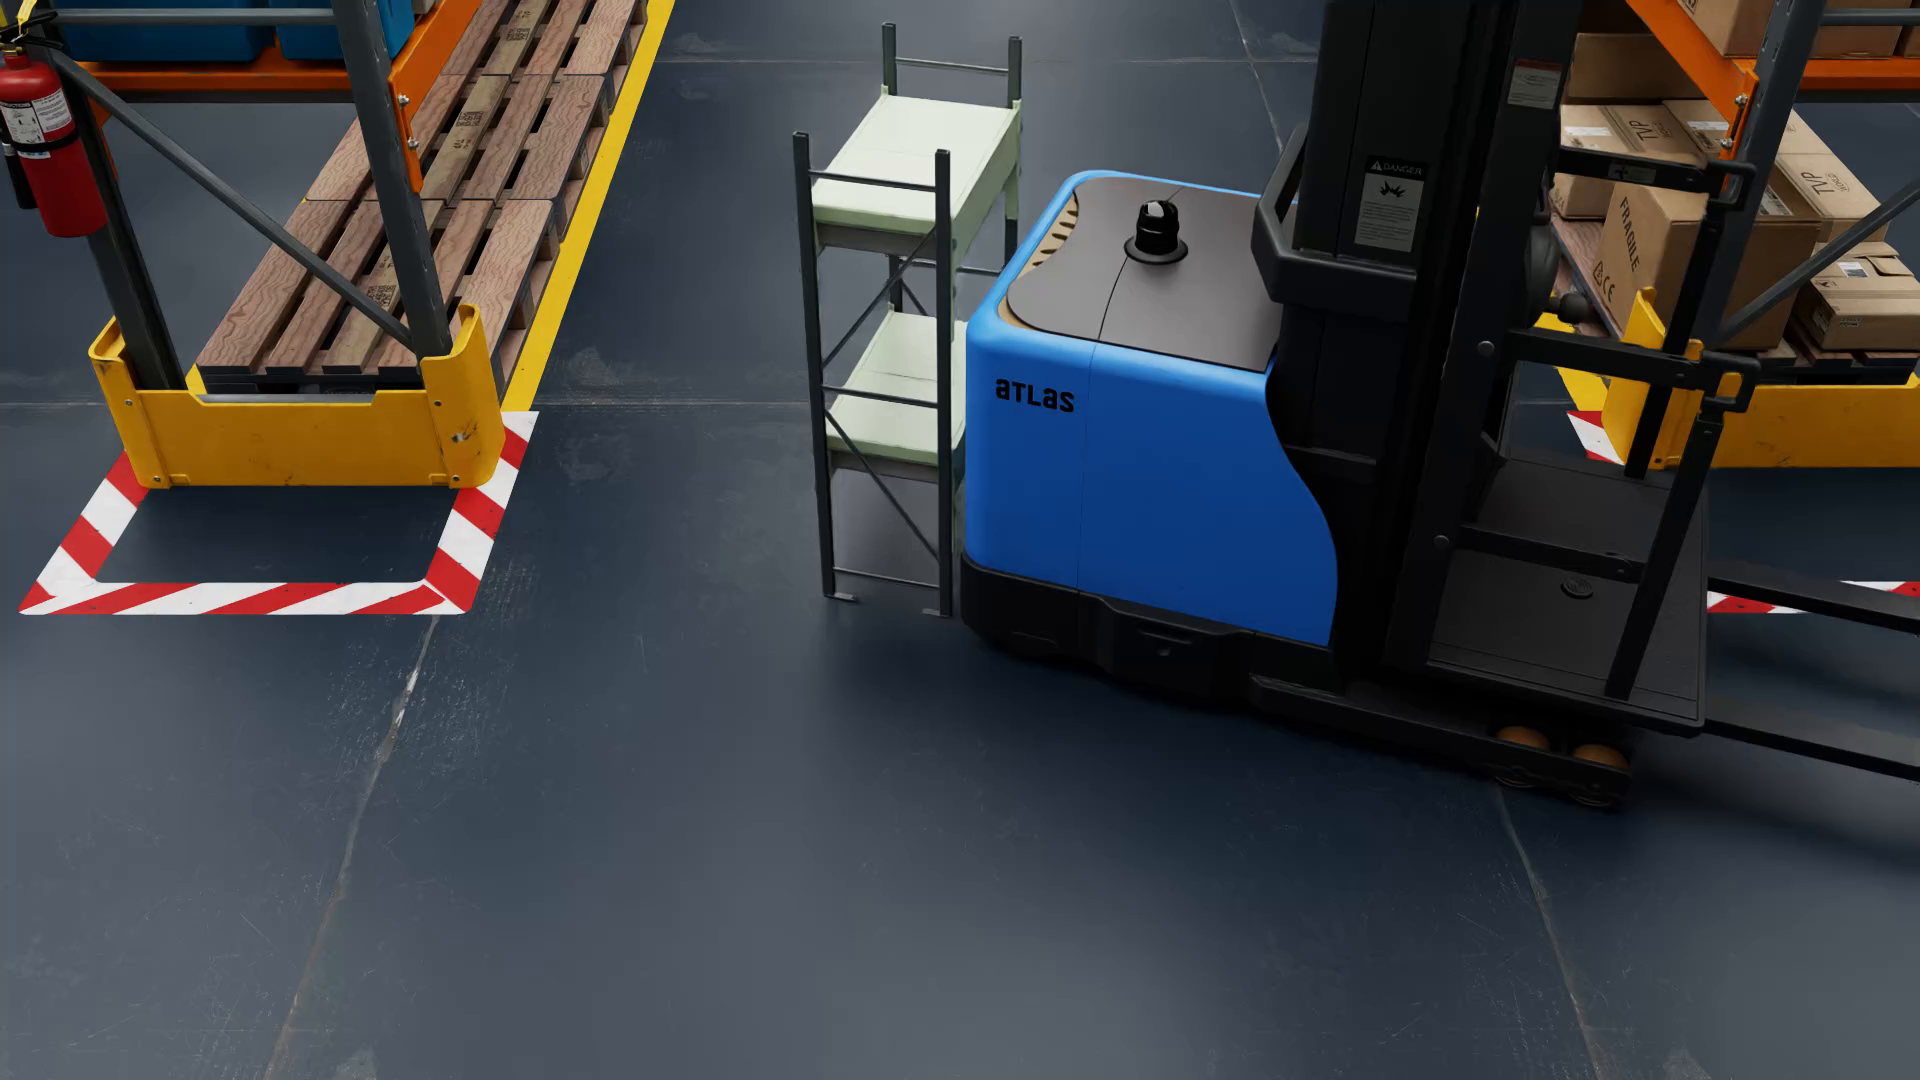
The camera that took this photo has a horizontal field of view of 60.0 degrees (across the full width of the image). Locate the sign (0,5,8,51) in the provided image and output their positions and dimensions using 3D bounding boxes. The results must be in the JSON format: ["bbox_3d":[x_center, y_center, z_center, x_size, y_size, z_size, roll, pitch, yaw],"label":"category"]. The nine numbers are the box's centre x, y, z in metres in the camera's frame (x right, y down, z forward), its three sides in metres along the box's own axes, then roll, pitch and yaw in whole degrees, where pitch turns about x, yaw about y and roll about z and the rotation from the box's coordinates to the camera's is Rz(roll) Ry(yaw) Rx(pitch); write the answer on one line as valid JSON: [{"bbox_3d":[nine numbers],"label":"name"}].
[{"bbox_3d":[-2.699,-1.515,4.612,0.100,0.325,0.005,0,39,0],"label":"sign"}]

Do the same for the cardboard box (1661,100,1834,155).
[{"bbox_3d":[3.086,-1.528,6.605,0.500,0.250,0.500,0,39,0],"label":"cardboard box"}]

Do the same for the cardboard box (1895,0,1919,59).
[{"bbox_3d":[3.067,-1.780,4.993,0.500,0.500,0.500,1,39,1],"label":"cardboard box"}]

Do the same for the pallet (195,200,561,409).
[{"bbox_3d":[-2.111,-0.890,6.192,1.003,0.211,1.213,0,39,0],"label":"pallet"}]

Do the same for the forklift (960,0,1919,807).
[{"bbox_3d":[1.573,-0.820,3.930,3.031,2.935,1.130,13,40,15],"label":"forklift"}]

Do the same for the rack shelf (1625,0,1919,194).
[{"bbox_3d":[2.802,-2.434,6.463,1.077,0.370,4.000,0,39,0],"label":"rack shelf"}]

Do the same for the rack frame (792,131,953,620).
[{"bbox_3d":[-0.218,-0.387,4.534,0.400,1.500,0.023,10,40,12],"label":"rack frame"}]

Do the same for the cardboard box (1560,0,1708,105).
[{"bbox_3d":[2.807,-1.988,6.976,0.797,0.503,0.637,0,39,0],"label":"cardboard box"}]

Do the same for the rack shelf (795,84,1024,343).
[{"bbox_3d":[-0.121,-0.912,4.565,0.431,0.370,0.720,10,40,12],"label":"rack shelf"}]

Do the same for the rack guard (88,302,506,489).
[{"bbox_3d":[-2.136,-0.472,5.439,1.175,0.500,0.348,0,39,0],"label":"rack guard"}]

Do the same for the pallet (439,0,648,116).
[{"bbox_3d":[-2.114,-2.416,8.096,1.003,0.211,1.213,0,39,0],"label":"pallet"}]

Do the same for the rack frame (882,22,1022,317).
[{"bbox_3d":[-0.023,-0.828,5.084,0.400,1.500,0.023,10,40,12],"label":"rack frame"}]

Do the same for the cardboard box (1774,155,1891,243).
[{"bbox_3d":[3.087,-1.215,6.215,0.500,0.250,0.500,0,39,0],"label":"cardboard box"}]

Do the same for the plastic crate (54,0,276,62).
[{"bbox_3d":[-2.336,-1.709,4.907,0.616,0.435,0.499,0,39,0],"label":"plastic crate"}]

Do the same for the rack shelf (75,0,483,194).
[{"bbox_3d":[-2.152,-2.432,6.462,1.077,0.370,4.000,0,39,0],"label":"rack shelf"}]

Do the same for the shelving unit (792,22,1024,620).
[{"bbox_3d":[-0.121,-0.608,4.809,0.431,1.500,0.755,10,40,12],"label":"shelving unit"}]

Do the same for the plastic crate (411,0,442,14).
[{"bbox_3d":[-1.738,-1.738,5.183,0.250,0.136,0.298,0,39,0],"label":"plastic crate"}]

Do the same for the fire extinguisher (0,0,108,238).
[{"bbox_3d":[-2.603,-1.192,4.699,0.296,0.674,0.183,0,39,0],"label":"fire extinguisher"}]

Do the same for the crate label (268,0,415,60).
[{"bbox_3d":[-1.820,-1.575,4.903,0.416,0.233,0.303,0,39,0],"label":"crate label"}]

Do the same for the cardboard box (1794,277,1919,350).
[{"bbox_3d":[3.147,-0.785,5.759,0.380,0.149,0.250,0,39,0],"label":"cardboard box"}]

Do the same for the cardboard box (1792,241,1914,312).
[{"bbox_3d":[3.147,-0.948,5.948,0.380,0.166,0.250,0,39,0],"label":"cardboard box"}]

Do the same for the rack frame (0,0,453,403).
[{"bbox_3d":[-2.149,-1.462,4.676,1.000,3.000,0.127,0,39,0],"label":"rack frame"}]

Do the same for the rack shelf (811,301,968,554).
[{"bbox_3d":[-0.121,-0.353,5.013,0.431,0.370,0.720,10,40,12],"label":"rack shelf"}]

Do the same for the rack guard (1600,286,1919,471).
[{"bbox_3d":[2.804,-0.536,5.519,1.175,0.500,0.348,0,39,0],"label":"rack guard"}]

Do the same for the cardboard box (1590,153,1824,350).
[{"bbox_3d":[2.557,-1.000,5.746,0.500,0.500,0.500,0,39,0],"label":"cardboard box"}]

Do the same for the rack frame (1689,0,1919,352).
[{"bbox_3d":[2.804,-1.464,4.678,1.000,3.000,0.127,0,39,0],"label":"rack frame"}]

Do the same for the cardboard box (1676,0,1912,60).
[{"bbox_3d":[2.531,-1.782,4.996,0.500,0.500,0.500,1,39,1],"label":"cardboard box"}]

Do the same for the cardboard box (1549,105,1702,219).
[{"bbox_3d":[2.586,-1.496,6.565,0.500,0.250,0.500,0,39,0],"label":"cardboard box"}]

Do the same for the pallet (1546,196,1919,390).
[{"bbox_3d":[2.802,-0.921,6.231,1.003,0.211,1.213,0,39,0],"label":"pallet"}]

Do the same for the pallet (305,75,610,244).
[{"bbox_3d":[-2.110,-1.651,7.141,1.003,0.211,1.213,0,39,0],"label":"pallet"}]
